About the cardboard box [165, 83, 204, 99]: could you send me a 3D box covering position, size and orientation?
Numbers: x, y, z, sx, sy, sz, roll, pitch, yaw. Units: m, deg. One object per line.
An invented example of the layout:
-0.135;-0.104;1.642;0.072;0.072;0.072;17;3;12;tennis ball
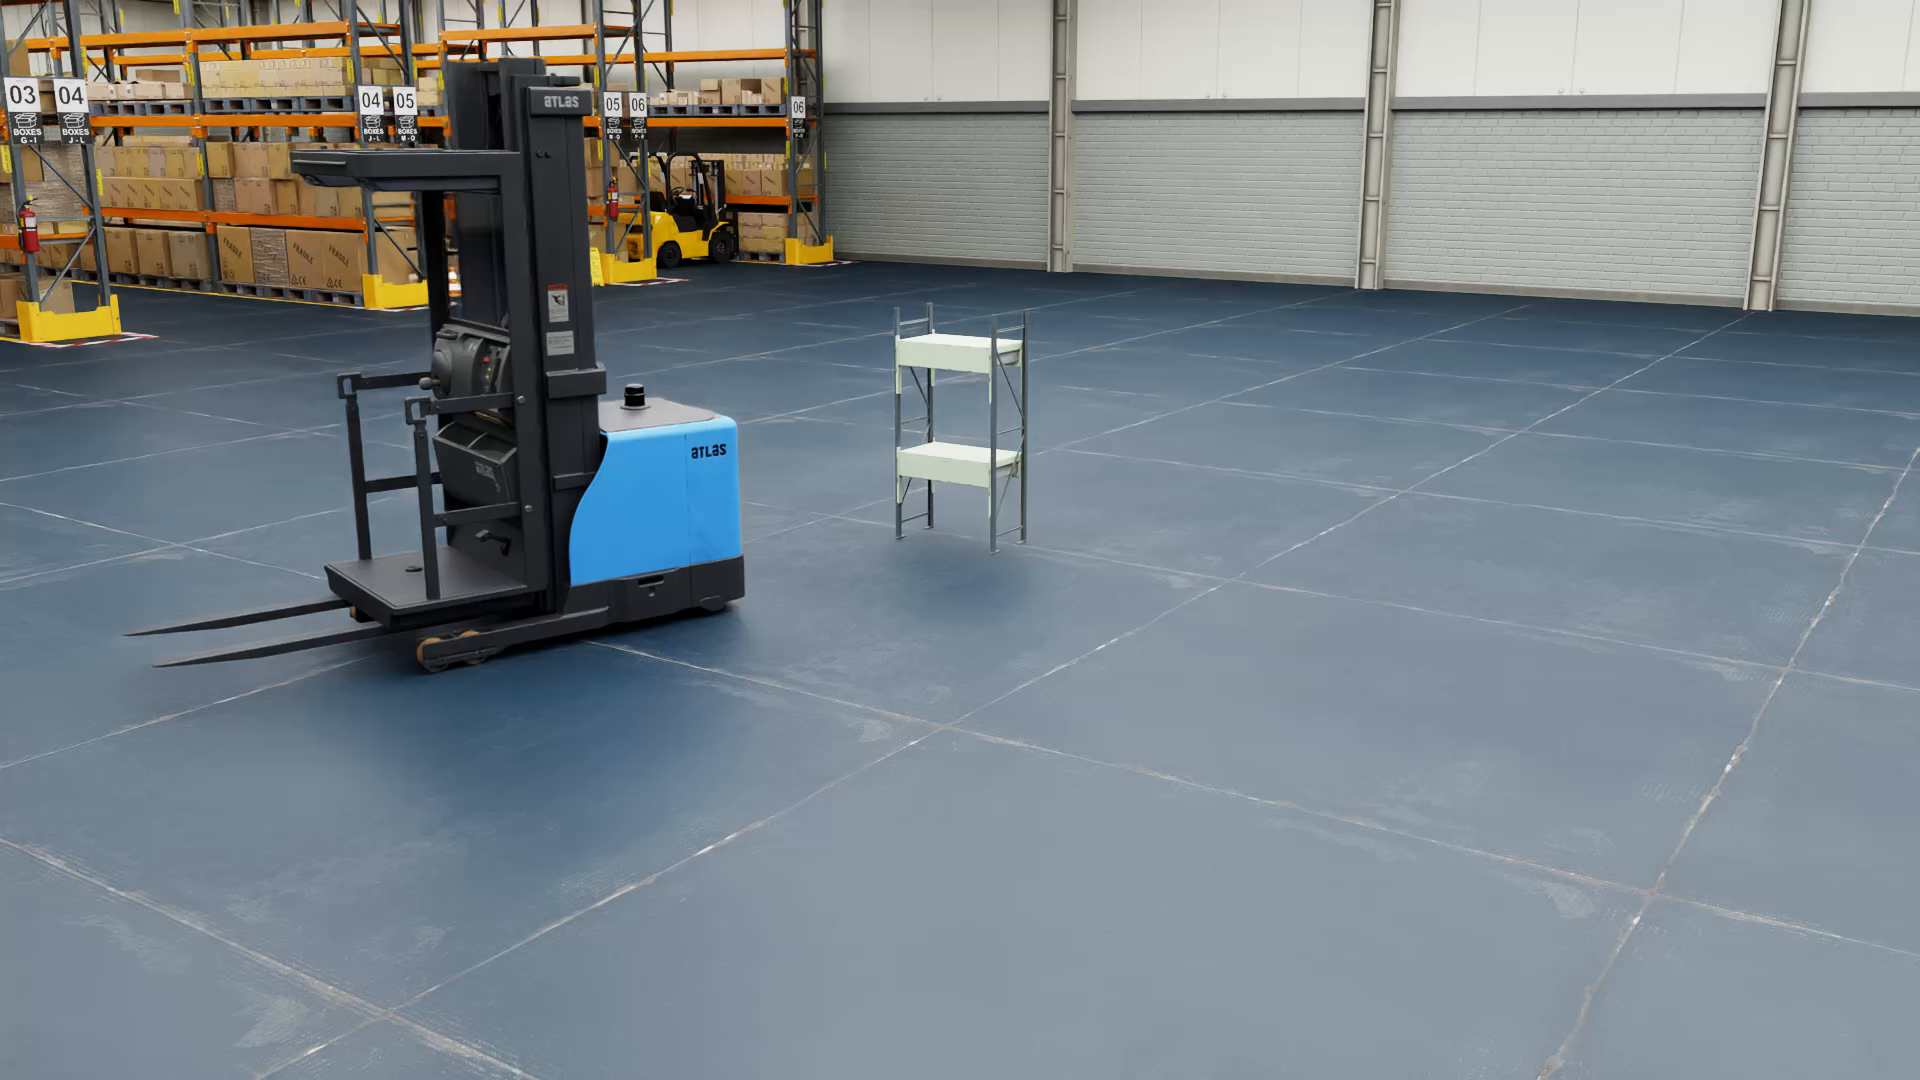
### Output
-12.467;-7.257;26.885;0.500;0.250;0.500;9;17;33;cardboard box

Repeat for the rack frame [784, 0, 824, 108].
-3.026;-9.925;32.190;0.127;3.000;1.000;9;17;33;rack frame

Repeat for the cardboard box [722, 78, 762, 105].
-4.324;-8.938;33.155;0.500;0.500;0.700;9;17;33;cardboard box

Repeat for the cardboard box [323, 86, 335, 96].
-9.146;-6.620;24.520;0.250;0.149;0.380;9;17;33;cardboard box

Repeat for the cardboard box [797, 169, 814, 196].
-3.282;-7.183;33.391;0.500;0.500;0.500;10;17;35;cardboard box

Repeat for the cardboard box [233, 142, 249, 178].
-10.983;-6.049;26.456;0.550;0.550;0.875;9;17;33;cardboard box

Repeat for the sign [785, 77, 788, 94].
-3.341;-8.754;32.024;0.005;0.325;0.100;9;17;33;sign

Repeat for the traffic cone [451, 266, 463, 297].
-8.120;-4.145;26.605;0.334;0.463;0.336;9;17;33;traffic cone

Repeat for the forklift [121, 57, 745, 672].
-2.675;-0.916;8.426;3.031;2.935;1.130;-11;17;-36;forklift

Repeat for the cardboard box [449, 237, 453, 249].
-9.549;-5.557;31.625;0.625;0.372;0.950;9;17;34;cardboard box

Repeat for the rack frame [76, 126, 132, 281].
-15.110;-6.095;29.203;0.127;3.000;1.000;9;17;33;rack frame

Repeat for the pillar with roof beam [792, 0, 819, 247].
-5.504;-9.340;29.825;0.400;9.000;9.100;9;17;33;pillar with roof beam

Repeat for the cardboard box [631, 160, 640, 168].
-6.753;-7.914;34.994;0.250;0.149;0.380;10;17;35;cardboard box

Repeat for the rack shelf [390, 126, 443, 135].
-11.324;-9.461;38.054;4.000;0.370;1.077;9;17;33;rack shelf

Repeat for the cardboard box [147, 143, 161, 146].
-17.140;-8.310;35.862;0.500;0.500;0.500;9;17;34;cardboard box

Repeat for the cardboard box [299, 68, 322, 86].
-9.449;-6.879;24.740;0.500;0.250;0.500;9;17;33;cardboard box

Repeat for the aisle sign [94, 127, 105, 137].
-19.291;-9.382;37.072;0.004;0.787;0.394;9;17;33;aisle sign

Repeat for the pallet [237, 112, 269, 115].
-13.925;-8.685;33.816;1.213;0.211;1.003;10;17;35;pallet

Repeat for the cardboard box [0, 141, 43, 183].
-11.918;-4.750;20.859;0.500;0.500;0.500;9;17;33;cardboard box

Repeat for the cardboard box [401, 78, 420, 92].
-10.524;-8.574;31.371;0.500;0.250;0.500;10;17;34;cardboard box

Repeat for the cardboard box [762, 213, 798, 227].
-3.582;-6.367;33.069;0.500;0.250;0.500;10;17;35;cardboard box

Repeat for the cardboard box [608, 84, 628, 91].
-5.974;-7.832;28.841;0.250;0.149;0.380;9;17;32;cardboard box

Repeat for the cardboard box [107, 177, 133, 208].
-14.047;-5.894;28.183;0.500;0.500;0.500;9;17;33;cardboard box

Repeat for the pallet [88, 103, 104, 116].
-14.546;-7.384;28.559;1.003;0.211;1.213;10;17;35;pallet

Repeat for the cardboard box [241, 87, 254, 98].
-10.834;-6.892;25.622;0.250;0.149;0.380;9;16;32;cardboard box

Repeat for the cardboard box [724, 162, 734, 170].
-4.548;-7.534;33.458;0.250;0.149;0.380;9;17;33;cardboard box

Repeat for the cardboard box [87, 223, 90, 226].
-15.824;-5.489;29.522;0.500;0.250;0.500;9;16;31;cardboard box

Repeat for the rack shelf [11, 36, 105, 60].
-16.770;-8.732;29.700;4.000;0.370;1.077;9;17;33;rack shelf

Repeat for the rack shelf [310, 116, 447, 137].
-10.772;-7.934;31.887;4.000;0.370;1.077;9;17;33;rack shelf

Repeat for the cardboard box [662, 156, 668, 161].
-5.969;-7.942;34.485;0.250;0.149;0.380;9;17;34;cardboard box

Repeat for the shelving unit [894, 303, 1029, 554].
0.006;-0.727;10.639;0.755;1.500;0.431;9;17;33;shelving unit

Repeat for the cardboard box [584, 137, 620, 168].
-6.339;-6.726;28.843;0.500;0.500;0.700;9;16;31;cardboard box

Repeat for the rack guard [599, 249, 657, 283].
-5.856;-4.820;29.252;0.348;0.500;1.175;9;17;33;rack guard

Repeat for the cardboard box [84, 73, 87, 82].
-15.720;-8.150;29.459;0.258;0.266;0.396;9;17;33;cardboard box

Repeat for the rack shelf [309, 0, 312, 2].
-14.643;-13.067;39.461;4.000;0.370;1.077;9;17;33;rack shelf

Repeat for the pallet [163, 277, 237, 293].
-12.474;-4.293;27.728;1.213;0.211;1.003;9;17;33;pallet

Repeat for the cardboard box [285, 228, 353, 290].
-9.803;-4.390;25.863;0.875;0.875;0.875;9;16;32;cardboard box

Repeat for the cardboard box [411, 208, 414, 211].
-12.834;-7.826;39.175;0.250;0.149;0.380;10;17;35;cardboard box

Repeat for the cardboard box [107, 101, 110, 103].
-18.646;-9.762;37.002;0.500;0.250;0.500;7;16;28;cardboard box

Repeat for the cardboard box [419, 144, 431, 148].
-10.201;-7.377;31.332;0.250;0.149;0.380;9;16;31;cardboard box

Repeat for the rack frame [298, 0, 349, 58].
-12.432;-10.008;32.524;0.127;3.000;1.000;9;17;33;rack frame

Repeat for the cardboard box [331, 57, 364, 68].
-8.941;-6.973;24.289;0.250;0.149;0.380;9;17;33;cardboard box

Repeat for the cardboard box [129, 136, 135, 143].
-17.861;-8.737;36.238;0.250;0.149;0.380;9;17;33;cardboard box

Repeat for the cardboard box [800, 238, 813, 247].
-3.325;-5.987;33.614;0.500;0.250;0.500;9;17;33;cardboard box

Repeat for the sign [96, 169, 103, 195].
-11.022;-4.575;21.261;0.005;0.325;0.100;9;17;33;sign

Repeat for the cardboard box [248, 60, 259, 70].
-10.622;-7.245;25.388;0.250;0.149;0.380;9;17;33;cardboard box

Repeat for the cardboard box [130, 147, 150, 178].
-13.472;-6.362;27.994;0.500;0.500;0.700;9;17;32;cardboard box

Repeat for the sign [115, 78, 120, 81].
-14.794;-7.950;29.213;0.005;0.325;0.100;9;17;33;sign

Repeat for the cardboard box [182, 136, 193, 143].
-16.184;-8.459;35.112;0.250;0.149;0.380;9;16;32;cardboard box

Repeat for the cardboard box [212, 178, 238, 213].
-11.478;-5.584;26.827;0.550;0.550;0.875;9;17;33;cardboard box

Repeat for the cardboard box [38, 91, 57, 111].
-11.580;-5.546;21.055;0.500;0.250;0.500;10;17;34;cardboard box

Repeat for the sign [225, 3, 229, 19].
-15.458;-11.146;35.012;0.005;0.325;0.100;9;17;33;sign

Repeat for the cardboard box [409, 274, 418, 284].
-9.337;-4.368;27.917;0.258;0.266;0.396;13;19;42;cardboard box

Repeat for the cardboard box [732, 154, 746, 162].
-4.338;-7.644;33.284;0.250;0.149;0.380;10;17;34;cardboard box

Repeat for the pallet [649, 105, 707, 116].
-5.623;-8.853;34.287;1.213;0.211;1.003;9;17;33;pallet
